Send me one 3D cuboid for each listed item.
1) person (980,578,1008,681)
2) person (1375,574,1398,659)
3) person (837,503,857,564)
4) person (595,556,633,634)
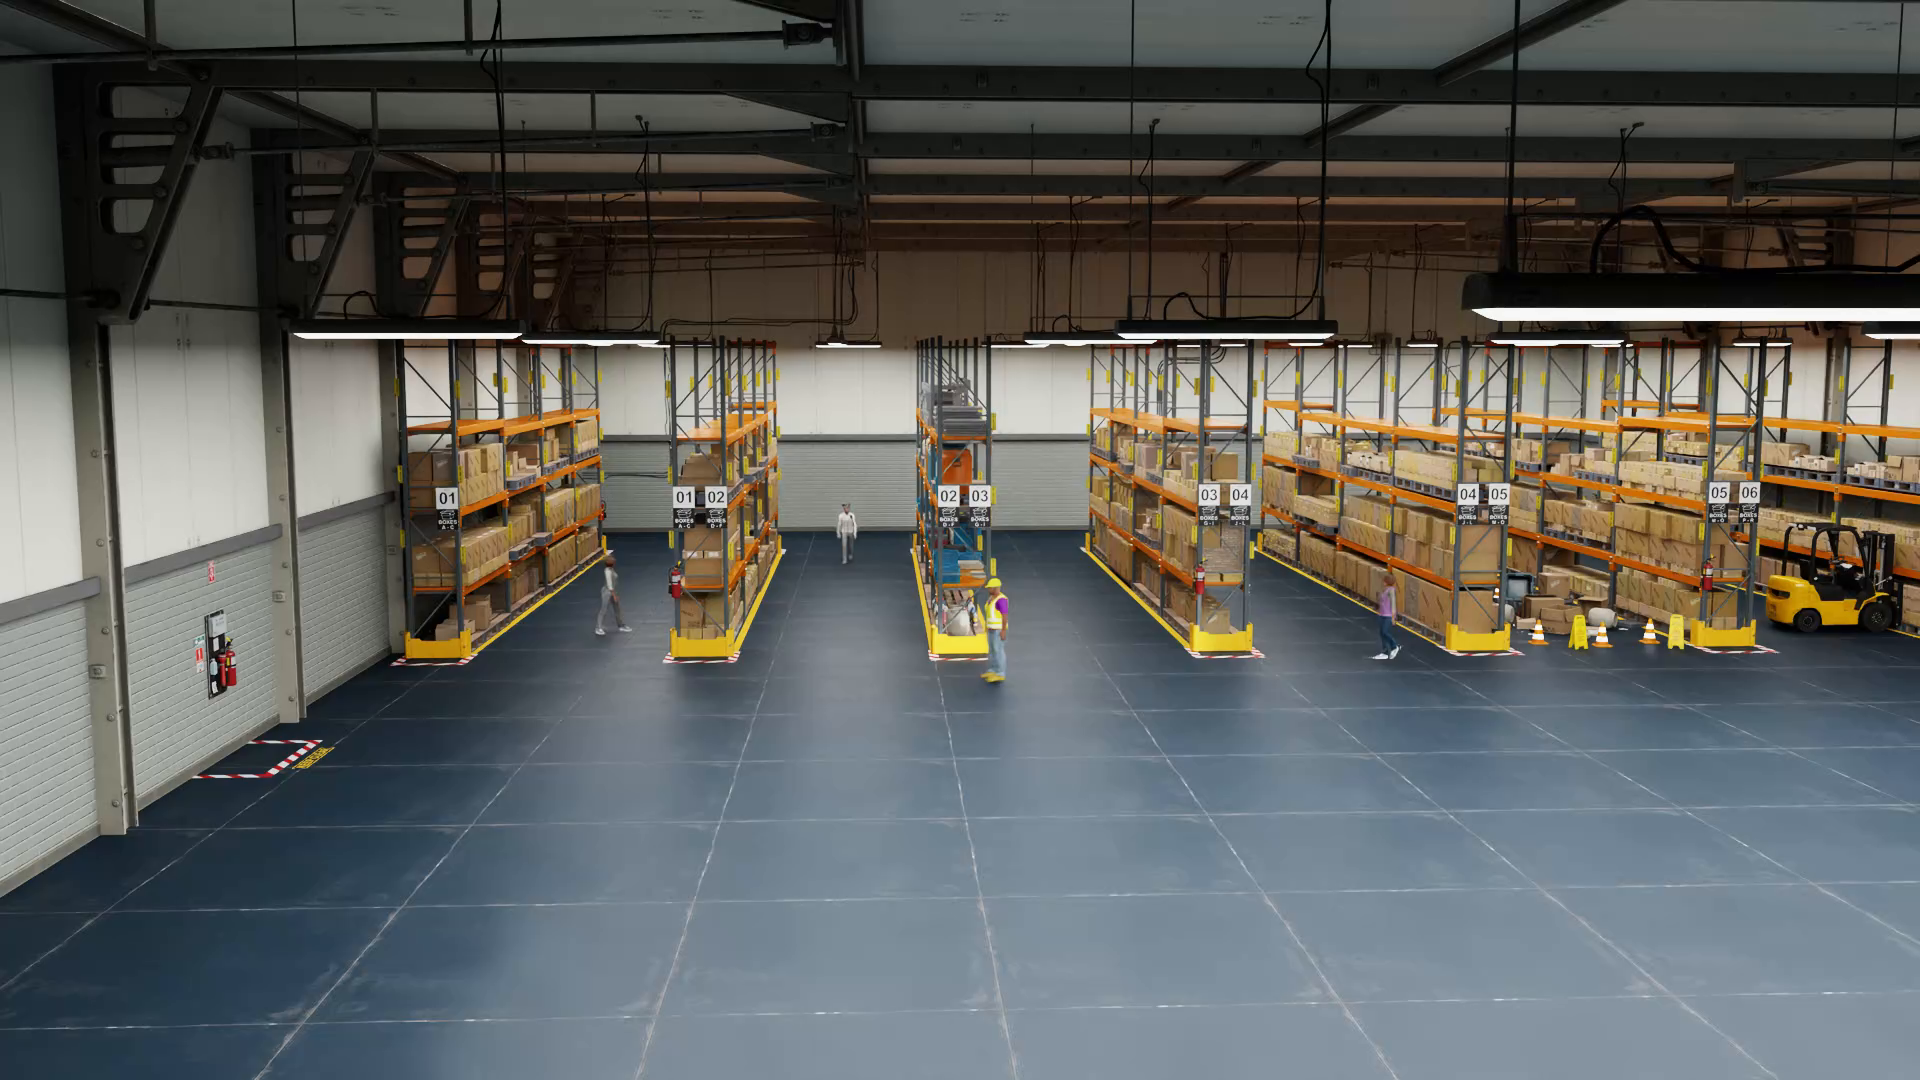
[{"bbox_3d":[0.587,1.548,28.983,0.429,1.771,0.604,-3,7,-26],"label":"person"},{"bbox_3d":[7.923,1.425,30.788,0.419,1.595,0.441,-3,7,-27],"label":"person"},{"bbox_3d":[-3.064,-0.192,44.920,0.528,1.629,0.975,-1,7,-7],"label":"person"},{"bbox_3d":[-7.055,1.101,33.734,0.646,1.575,0.575,1,7,9],"label":"person"}]
